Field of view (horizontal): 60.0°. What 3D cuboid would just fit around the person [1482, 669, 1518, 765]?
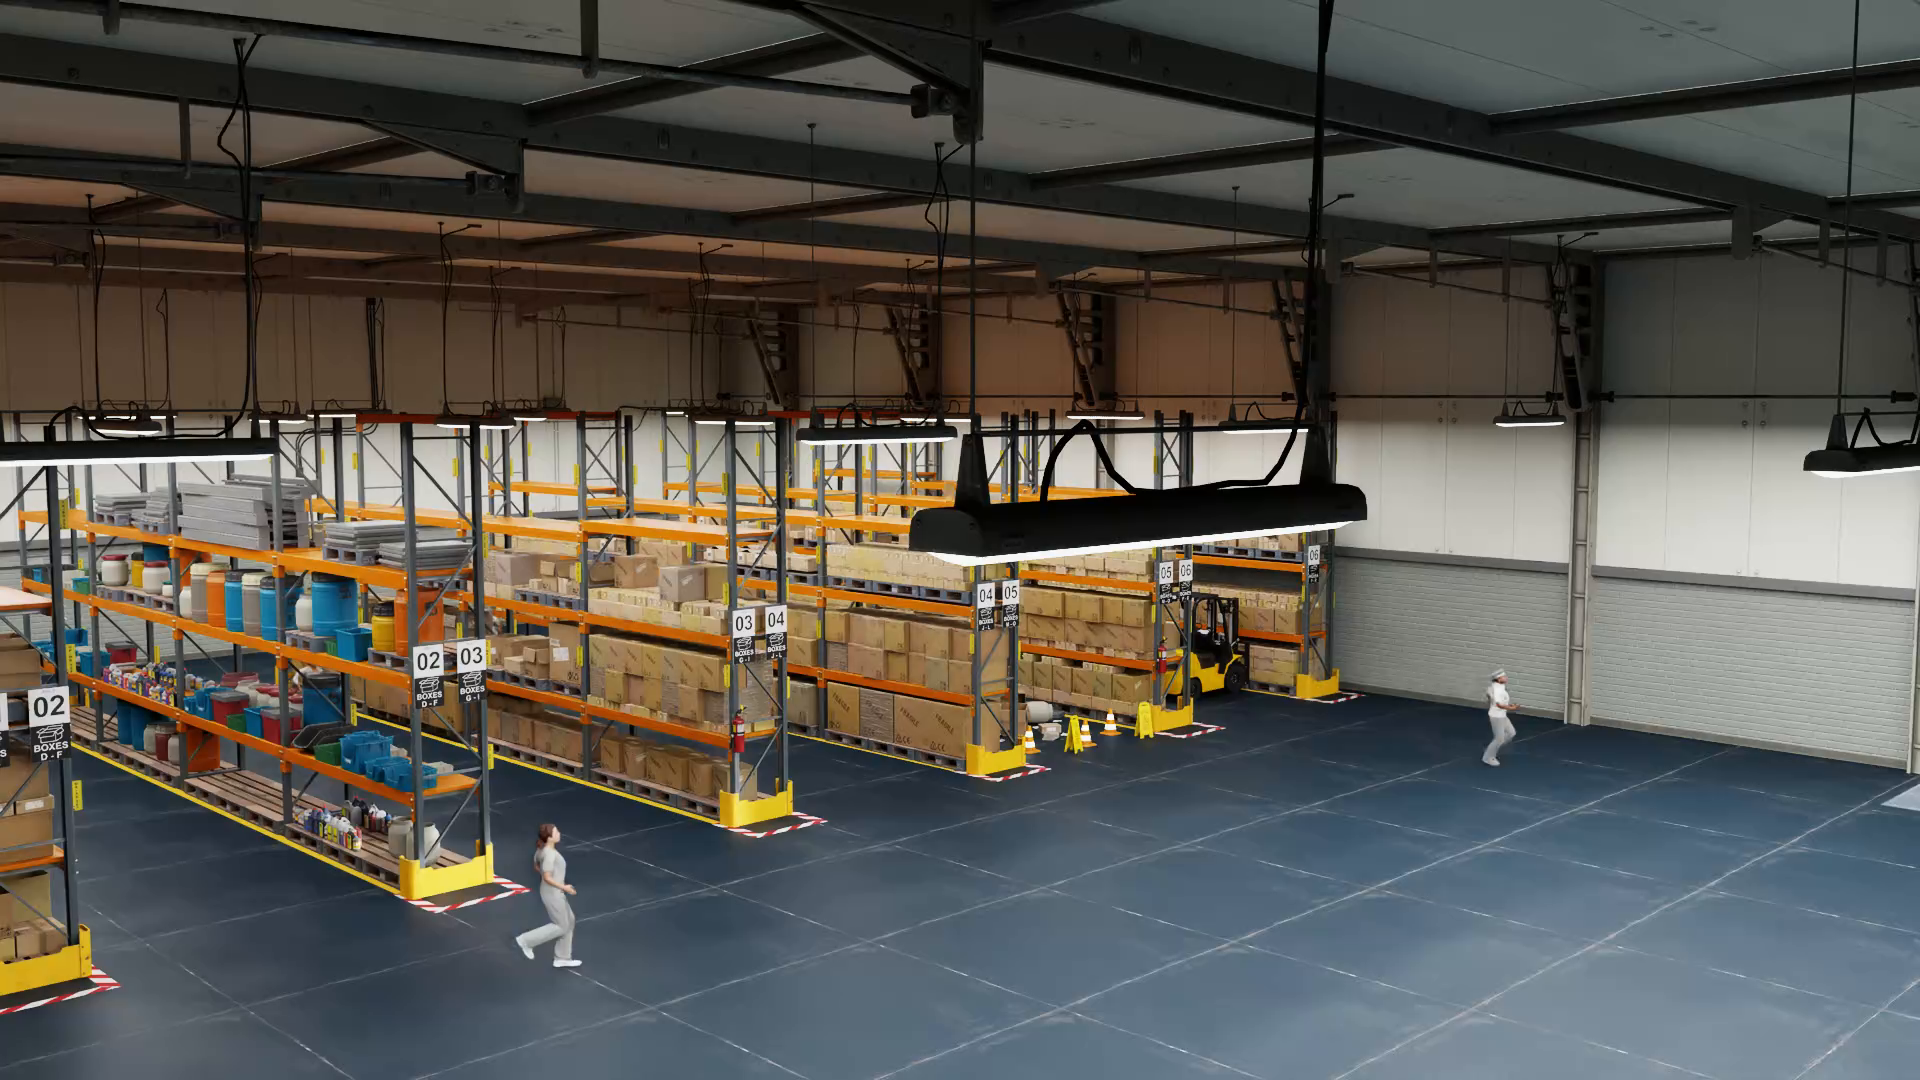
[{"bbox_3d":[9.253,3.017,28.456,0.576,1.672,0.630,2,5,17],"label":"person"}]

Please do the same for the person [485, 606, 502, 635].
[{"bbox_3d":[-10.401,2.298,36.745,0.704,1.737,0.693,-4,6,-35],"label":"person"}]

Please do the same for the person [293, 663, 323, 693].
[{"bbox_3d":[-11.832,2.897,30.384,0.739,1.647,0.523,3,6,31],"label":"person"}]

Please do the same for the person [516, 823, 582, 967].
[{"bbox_3d":[-4.555,3.940,18.356,0.706,1.628,0.565,-2,5,-22],"label":"person"}]
